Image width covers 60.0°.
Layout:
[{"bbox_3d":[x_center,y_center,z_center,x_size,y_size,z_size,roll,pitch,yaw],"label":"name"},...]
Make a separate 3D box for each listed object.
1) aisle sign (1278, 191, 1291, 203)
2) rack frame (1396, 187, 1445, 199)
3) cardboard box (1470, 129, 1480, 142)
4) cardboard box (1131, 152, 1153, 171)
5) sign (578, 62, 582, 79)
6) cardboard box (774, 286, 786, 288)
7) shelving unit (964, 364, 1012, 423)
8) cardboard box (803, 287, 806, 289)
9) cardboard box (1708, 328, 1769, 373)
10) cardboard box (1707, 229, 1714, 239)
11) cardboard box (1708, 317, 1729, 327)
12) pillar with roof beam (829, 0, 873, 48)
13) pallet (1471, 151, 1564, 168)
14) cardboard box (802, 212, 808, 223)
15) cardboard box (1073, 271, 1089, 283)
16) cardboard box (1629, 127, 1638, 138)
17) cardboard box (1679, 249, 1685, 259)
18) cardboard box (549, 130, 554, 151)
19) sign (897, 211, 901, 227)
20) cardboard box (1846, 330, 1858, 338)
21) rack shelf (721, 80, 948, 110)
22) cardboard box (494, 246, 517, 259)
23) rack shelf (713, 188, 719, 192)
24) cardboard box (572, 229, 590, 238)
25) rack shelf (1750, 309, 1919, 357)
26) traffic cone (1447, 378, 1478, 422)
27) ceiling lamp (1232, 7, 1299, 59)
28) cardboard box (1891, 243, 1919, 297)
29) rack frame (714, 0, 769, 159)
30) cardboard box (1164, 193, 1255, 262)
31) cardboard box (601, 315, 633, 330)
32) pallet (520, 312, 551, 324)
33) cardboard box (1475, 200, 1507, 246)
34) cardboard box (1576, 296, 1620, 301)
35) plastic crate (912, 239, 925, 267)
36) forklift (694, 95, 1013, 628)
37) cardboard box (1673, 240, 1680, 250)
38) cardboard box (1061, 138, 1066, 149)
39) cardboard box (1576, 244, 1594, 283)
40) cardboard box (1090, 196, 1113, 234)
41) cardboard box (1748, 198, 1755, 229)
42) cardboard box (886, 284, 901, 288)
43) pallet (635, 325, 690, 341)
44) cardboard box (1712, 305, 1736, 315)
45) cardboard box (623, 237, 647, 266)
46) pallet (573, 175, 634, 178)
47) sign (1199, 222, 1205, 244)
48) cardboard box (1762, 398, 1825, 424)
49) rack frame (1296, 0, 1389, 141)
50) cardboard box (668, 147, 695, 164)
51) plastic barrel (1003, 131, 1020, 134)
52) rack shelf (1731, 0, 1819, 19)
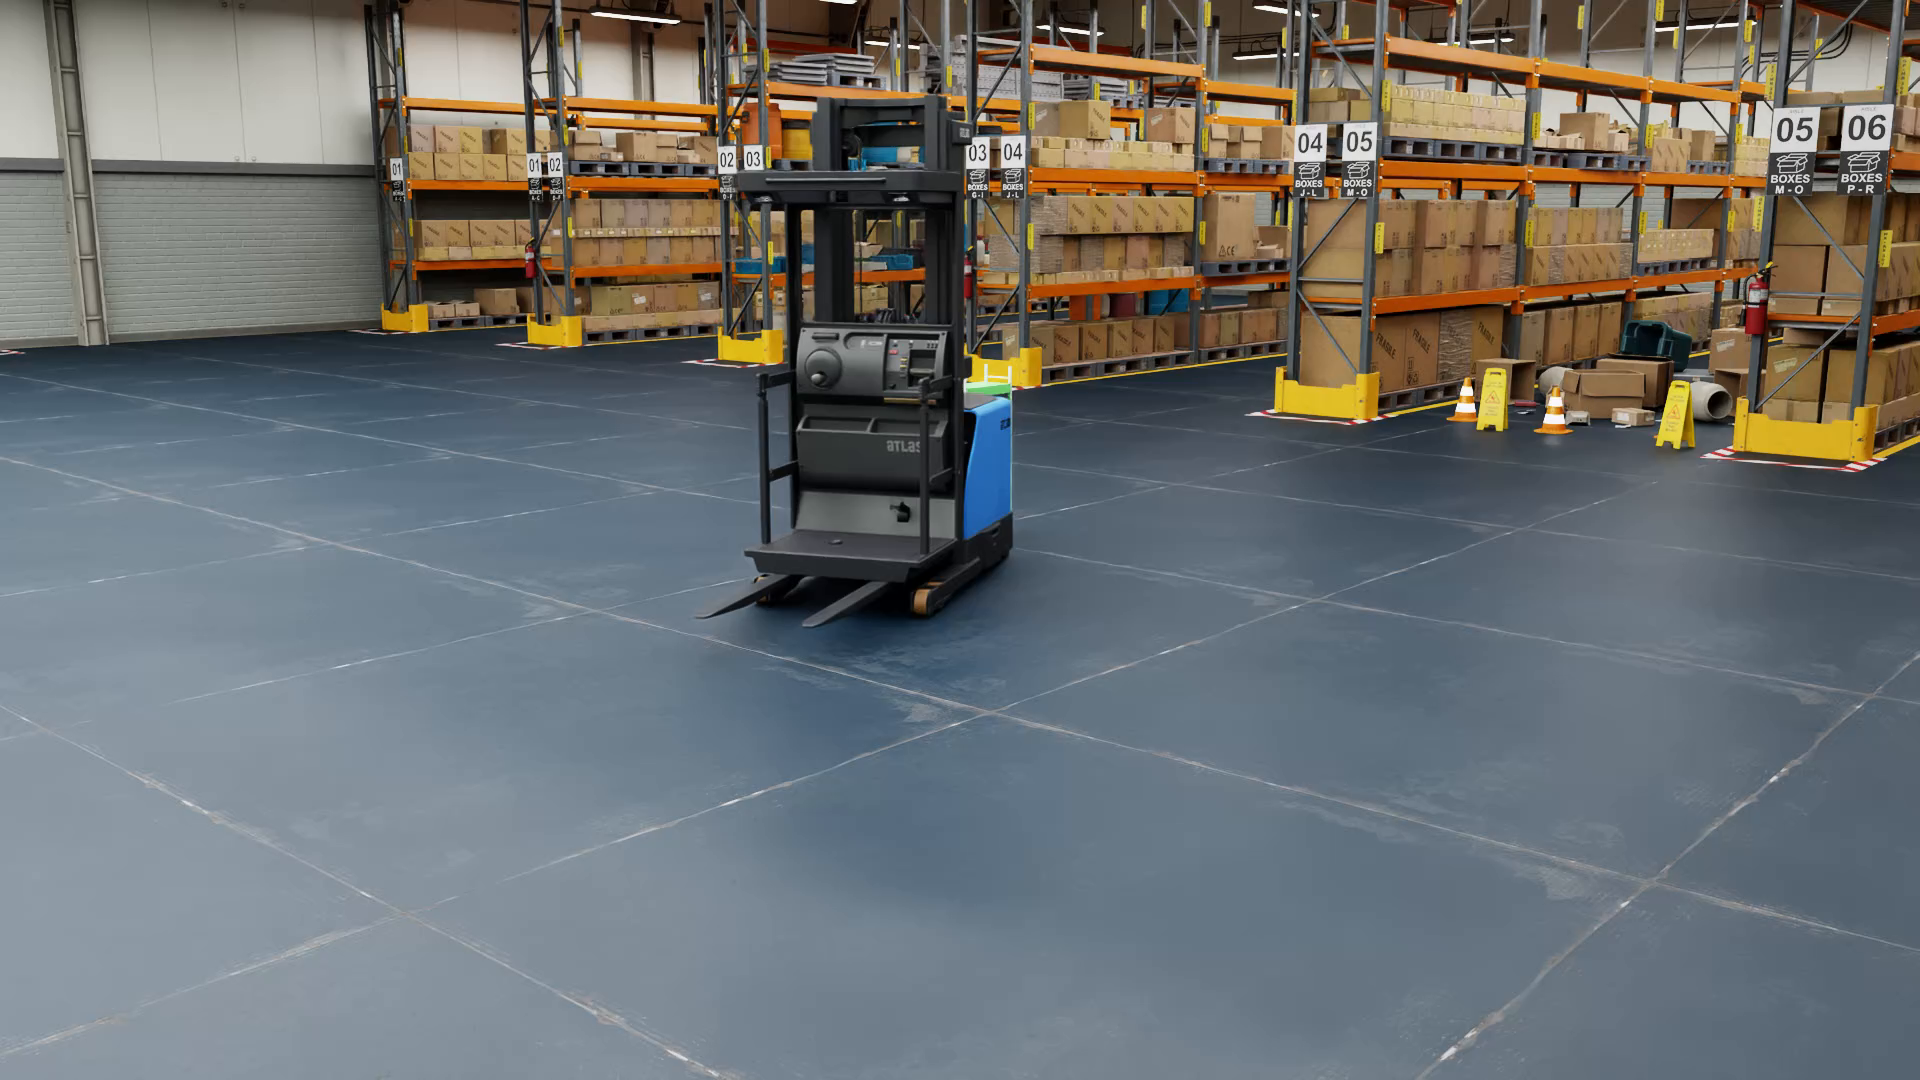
[{"bbox_3d":[7.164,-7.877,36.851,0.394,0.787,0.004,10,15,40],"label":"aisle sign"},{"bbox_3d":[8.420,-5.324,30.708,1.000,3.000,0.127,10,15,40],"label":"rack frame"},{"bbox_3d":[5.958,-4.811,19.795,0.380,0.149,0.250,10,15,40],"label":"cardboard box"},{"bbox_3d":[2.349,-5.292,23.274,0.500,0.250,0.500,10,15,40],"label":"cardboard box"},{"bbox_3d":[-7.628,-9.434,33.382,0.100,0.325,0.005,10,15,40],"label":"sign"},{"bbox_3d":[-4.216,-6.028,38.648,0.750,0.750,0.750,10,15,40],"label":"cardboard box"},{"bbox_3d":[0.109,-0.613,11.716,0.258,1.200,0.503,10,15,40],"label":"shelving unit"},{"bbox_3d":[-3.243,-4.881,33.008,0.500,0.311,0.500,10,15,40],"label":"cardboard box"},{"bbox_3d":[9.226,-2.237,19.701,0.500,0.500,0.500,10,15,40],"label":"cardboard box"},{"bbox_3d":[11.961,-4.958,26.926,0.380,0.149,0.250,11,16,43],"label":"cardboard box"},{"bbox_3d":[12.559,-3.633,27.691,0.380,0.149,0.250,11,16,43],"label":"cardboard box"},{"bbox_3d":[0.304,-9.845,38.028,9.100,9.000,0.548,10,15,40],"label":"pillar with roof beam"},{"bbox_3d":[7.366,-5.009,21.962,0.805,0.209,1.217,9,14,38],"label":"pallet"},{"bbox_3d":[-3.876,-7.492,38.581,0.500,0.250,0.500,9,15,39],"label":"cardboard box"},{"bbox_3d":[1.541,-3.591,22.672,0.380,0.149,0.250,10,15,40],"label":"cardboard box"},{"bbox_3d":[10.344,-6.260,25.524,0.396,0.266,0.258,10,15,40],"label":"cardboard box"},{"bbox_3d":[11.108,-4.474,26.024,0.380,0.149,0.250,11,15,43],"label":"cardboard box"},{"bbox_3d":[-8.150,-7.979,33.486,0.500,0.500,0.500,8,14,36],"label":"cardboard box"},{"bbox_3d":[-1.240,-6.513,33.706,0.100,0.325,0.005,10,15,40],"label":"sign"},{"bbox_3d":[9.350,-2.231,17.598,0.380,0.149,0.250,11,16,44],"label":"cardboard box"},{"bbox_3d":[-1.902,-6.886,26.070,1.077,0.370,4.000,10,15,40],"label":"rack shelf"},{"bbox_3d":[-9.095,-5.673,32.788,0.500,0.250,0.500,10,15,41],"label":"cardboard box"},{"bbox_3d":[-2.980,-6.841,32.480,1.077,0.370,4.000,10,15,40],"label":"rack shelf"},{"bbox_3d":[-6.520,-5.237,28.360,0.380,0.149,0.250,10,15,40],"label":"cardboard box"},{"bbox_3d":[9.263,-2.219,16.997,1.077,0.370,4.000,10,15,40],"label":"rack shelf"},{"bbox_3d":[5.575,-1.553,18.304,0.336,0.463,0.334,10,15,40],"label":"traffic cone"},{"bbox_3d":[7.270,-13.069,39.265,2.000,3.185,0.800,10,15,40],"label":"ceiling lamp"},{"bbox_3d":[9.139,-2.658,16.344,0.500,0.500,0.500,9,15,39],"label":"cardboard box"},{"bbox_3d":[-3.222,-7.141,24.487,1.000,3.000,0.127,10,15,40],"label":"rack frame"},{"bbox_3d":[3.769,-4.746,25.209,1.000,1.000,1.000,10,15,41],"label":"cardboard box"},{"bbox_3d":[-6.092,-3.821,29.134,0.500,0.250,0.500,10,15,40],"label":"cardboard box"},{"bbox_3d":[-8.440,-4.597,34.189,1.003,0.211,1.213,10,15,40],"label":"pallet"},{"bbox_3d":[6.253,-3.948,20.679,0.875,0.550,0.550,10,15,40],"label":"cardboard box"},{"bbox_3d":[9.693,-3.562,25.280,0.500,0.250,0.500,9,15,39],"label":"cardboard box"},{"bbox_3d":[-0.492,-4.929,28.569,0.402,0.464,0.583,10,15,40],"label":"plastic crate"},{"bbox_3d":[-0.589,-1.084,9.656,1.130,2.935,3.031,4,12,18],"label":"forklift"},{"bbox_3d":[10.933,-4.583,25.807,0.380,0.149,0.250,11,15,42],"label":"cardboard box"},{"bbox_3d":[1.172,-5.241,21.997,0.380,0.149,0.250,9,15,39],"label":"cardboard box"},{"bbox_3d":[8.347,-3.805,22.846,0.500,0.500,0.500,10,15,41],"label":"cardboard box"},{"bbox_3d":[1.731,-4.436,22.693,0.500,0.500,0.500,10,15,40],"label":"cardboard box"},{"bbox_3d":[13.246,-5.536,28.203,0.500,0.500,0.500,10,15,41],"label":"cardboard box"},{"bbox_3d":[-1.218,-5.175,35.219,0.500,0.500,0.500,11,15,43],"label":"cardboard box"},{"bbox_3d":[-5.661,-3.769,30.042,1.003,0.211,1.213,10,15,40],"label":"pallet"},{"bbox_3d":[12.973,-3.909,28.312,0.380,0.149,0.250,9,15,39],"label":"cardboard box"},{"bbox_3d":[-5.947,-5.106,29.361,0.700,0.500,0.500,10,15,41],"label":"cardboard box"},{"bbox_3d":[-7.536,-7.524,34.544,1.213,0.211,1.003,10,15,40],"label":"pallet"},{"bbox_3d":[3.552,-4.502,24.384,0.100,0.325,0.005,10,15,40],"label":"sign"},{"bbox_3d":[8.290,-1.292,16.469,0.500,0.250,0.500,10,15,40],"label":"cardboard box"},{"bbox_3d":[4.158,-5.844,17.996,1.000,3.000,0.127,10,15,40],"label":"rack frame"},{"bbox_3d":[-5.187,-7.011,30.292,0.500,0.311,0.500,9,14,37],"label":"cardboard box"},{"bbox_3d":[0.922,-6.868,29.685,0.600,0.830,0.708,10,15,40],"label":"plastic barrel"},{"bbox_3d":[13.399,-9.181,28.053,1.077,0.370,4.000,10,15,40],"label":"rack shelf"}]
